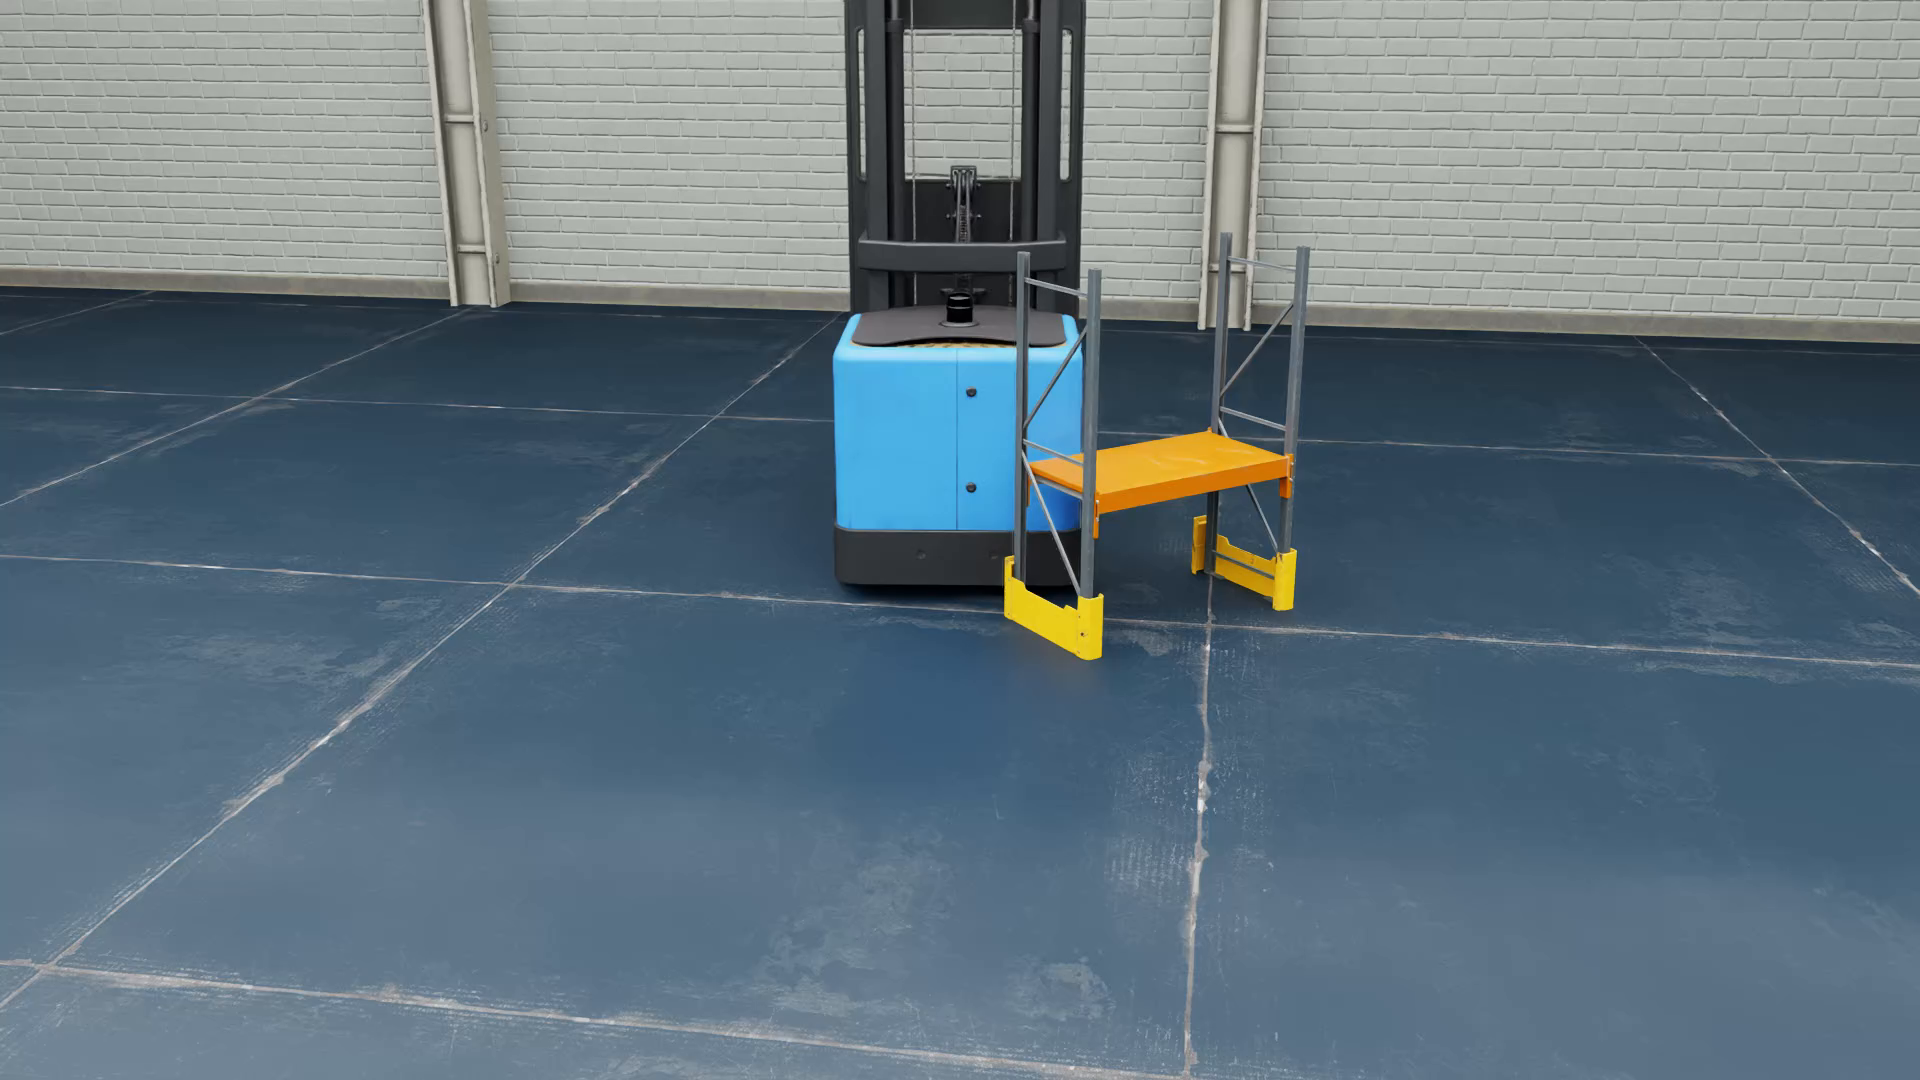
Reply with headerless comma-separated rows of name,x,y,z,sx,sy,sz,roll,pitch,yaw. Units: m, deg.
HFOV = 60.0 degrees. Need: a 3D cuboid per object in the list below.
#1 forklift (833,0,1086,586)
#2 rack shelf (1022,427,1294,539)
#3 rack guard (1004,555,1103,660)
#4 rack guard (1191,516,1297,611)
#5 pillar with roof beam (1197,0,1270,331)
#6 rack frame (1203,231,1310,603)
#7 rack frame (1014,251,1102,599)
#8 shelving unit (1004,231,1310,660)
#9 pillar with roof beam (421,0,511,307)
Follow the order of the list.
forklift,0.030,-1.611,7.999,1.130,2.935,3.031,0,19,1
rack shelf,0.796,-0.245,6.739,1.000,0.185,0.538,-11,22,-30
rack guard,0.367,0.263,6.624,0.087,0.250,0.587,-11,22,-30
rack guard,1.209,0.094,7.128,0.087,0.250,0.587,-11,22,-30
pillar with roof beam,1.334,-4.552,7.226,0.400,9.000,9.100,3,19,9
rack frame,1.226,-0.502,6.939,0.032,1.500,0.500,-11,22,-30
rack frame,0.365,-0.330,6.425,0.032,1.500,0.500,-11,22,-30
shelving unit,0.788,-0.414,6.677,1.083,1.500,0.587,-11,22,-30
pillar with roof beam,-4.590,-4.854,8.129,0.400,9.000,9.100,3,19,9
